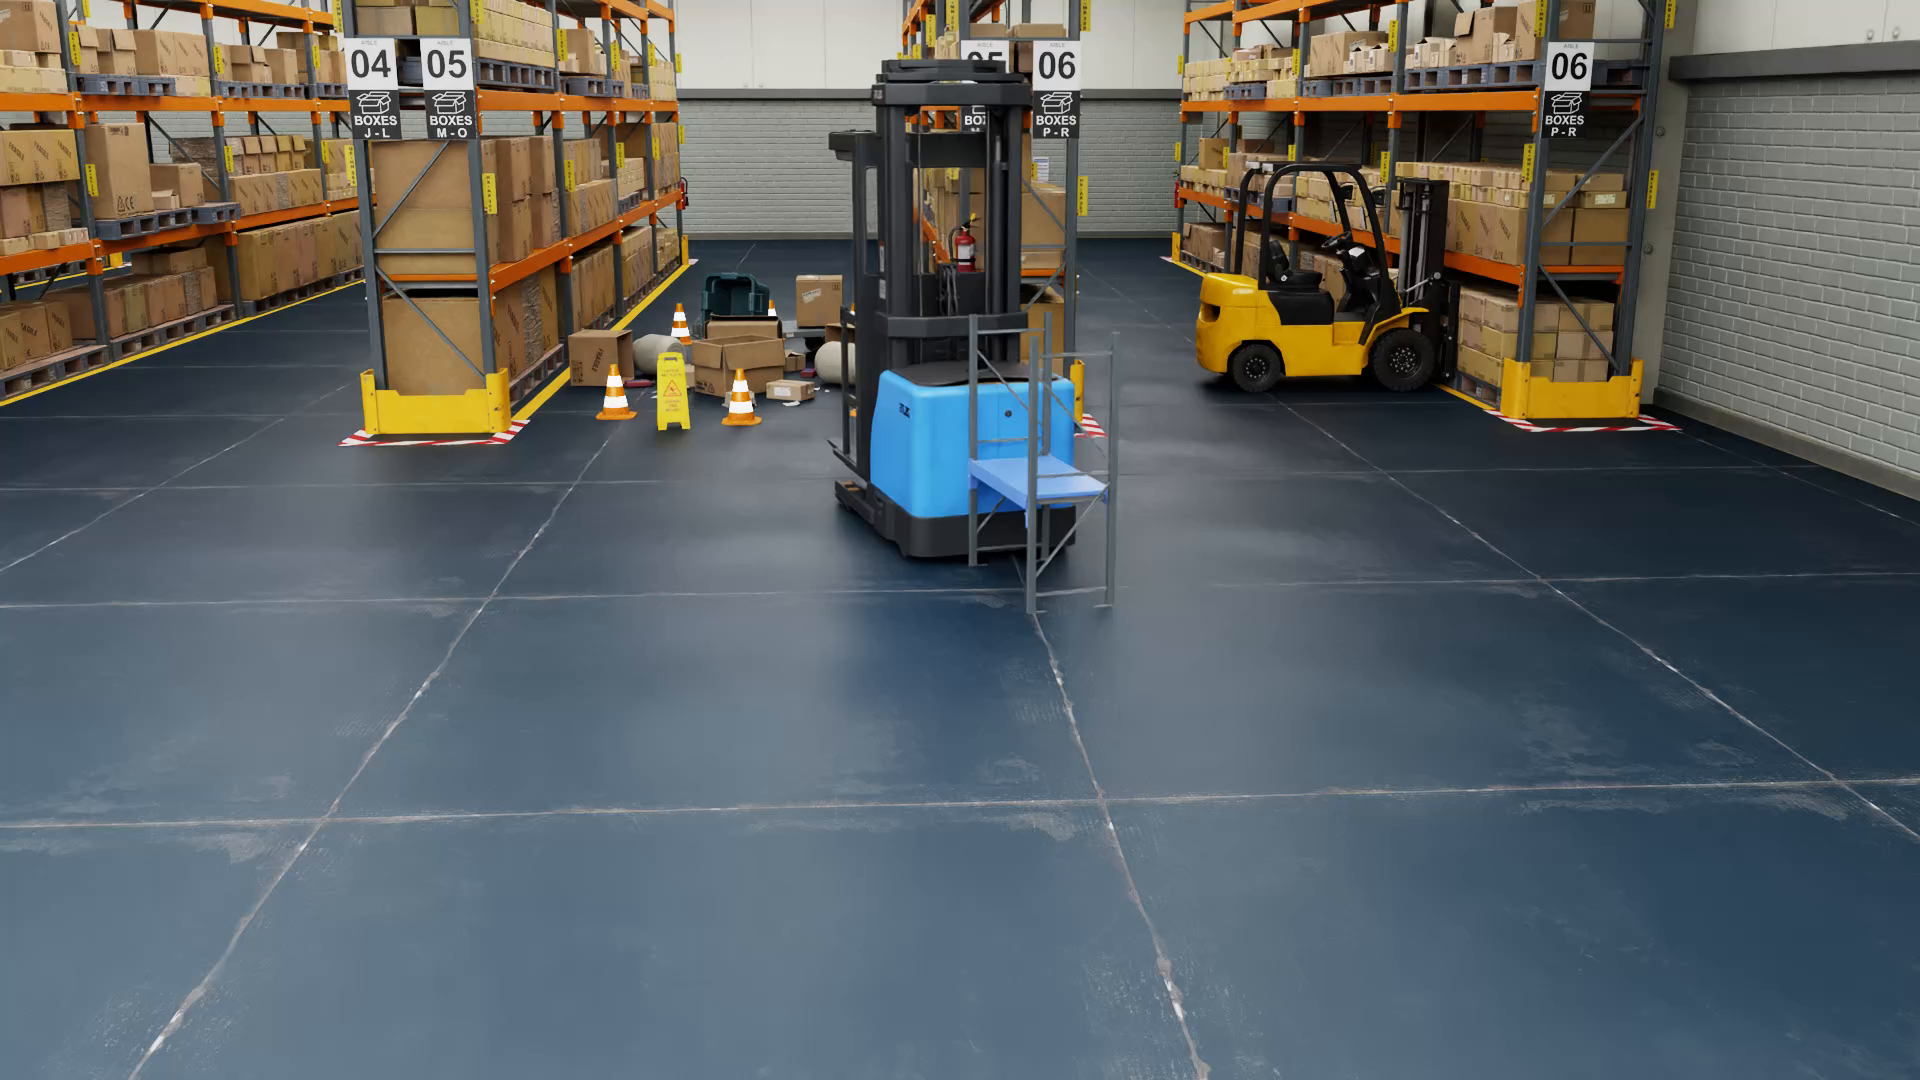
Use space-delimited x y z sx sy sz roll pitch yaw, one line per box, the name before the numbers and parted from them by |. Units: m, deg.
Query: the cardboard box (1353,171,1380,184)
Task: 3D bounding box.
cardboard box | 4.857 -4.272 19.610 0.380 0.149 0.250 -1 14 -5

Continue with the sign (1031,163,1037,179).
sign | 0.786 -3.925 18.025 0.100 0.325 0.005 -1 14 -3

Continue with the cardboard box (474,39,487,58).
cardboard box | -4.143 -4.072 13.776 0.380 0.149 0.250 -1 14 -3

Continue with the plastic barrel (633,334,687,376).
plastic barrel | -3.088 -1.888 17.015 0.512 0.421 0.421 10 18 35

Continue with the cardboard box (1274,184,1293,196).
cardboard box | 4.527 -4.807 22.852 0.380 0.149 0.250 -1 14 -2

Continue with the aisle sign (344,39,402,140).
aisle sign | -4.737 -3.636 13.422 0.394 0.787 0.004 -1 14 -3

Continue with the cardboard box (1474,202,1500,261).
cardboard box | 5.131 -2.874 15.478 0.500 0.500 0.500 0 14 -2

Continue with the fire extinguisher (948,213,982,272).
fire extinguisher | 0.040 -2.428 14.098 0.296 0.674 0.183 -1 14 -3

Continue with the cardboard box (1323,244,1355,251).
cardboard box | 5.229 -4.010 22.962 0.380 0.149 0.250 0 14 -1

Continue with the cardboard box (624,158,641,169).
cardboard box | -4.948 -5.590 24.700 0.380 0.149 0.250 -1 14 -5

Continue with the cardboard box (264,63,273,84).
cardboard box | -10.164 -6.671 23.751 0.500 0.311 0.500 -1 14 -5

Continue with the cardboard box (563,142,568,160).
cardboard box | -4.760 -4.178 18.538 0.700 0.500 0.500 -1 14 -4

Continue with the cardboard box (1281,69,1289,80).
cardboard box | 4.642 -6.417 22.929 0.380 0.149 0.250 -1 14 -3

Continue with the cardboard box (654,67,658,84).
cardboard box | -5.002 -7.253 25.976 0.500 0.250 0.500 -1 14 -4

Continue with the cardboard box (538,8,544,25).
cardboard box | -4.318 -5.152 16.371 0.380 0.149 0.250 -1 14 -4

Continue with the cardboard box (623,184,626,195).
cardboard box | -4.835 -4.852 23.027 0.380 0.149 0.250 0 14 -2

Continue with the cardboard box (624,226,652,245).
cardboard box | -4.887 -4.558 24.892 0.500 0.250 0.500 -1 14 -5

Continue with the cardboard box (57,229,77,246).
cardboard box | -9.334 -3.110 17.098 0.380 0.149 0.250 -1 14 -3

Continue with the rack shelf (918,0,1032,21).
rack shelf | 0.121 -6.356 19.418 1.077 0.370 4.000 -1 14 -3

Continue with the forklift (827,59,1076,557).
forklift | -0.225 -1.638 11.012 1.130 2.935 3.031 -5 15 -17

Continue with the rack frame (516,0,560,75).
rack frame | -4.690 -6.300 16.951 1.000 3.000 0.127 -1 14 -3

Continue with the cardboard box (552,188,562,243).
cardboard box | -4.655 -3.375 17.324 0.875 0.550 0.550 -1 14 -3

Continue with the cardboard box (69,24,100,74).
cardboard box | -9.577 -5.167 17.520 0.797 0.503 0.637 -2 15 -6

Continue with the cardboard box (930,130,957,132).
cardboard box | 0.069 -3.807 16.499 0.700 0.500 0.500 -1 14 -5

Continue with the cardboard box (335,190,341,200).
cardboard box | -9.845 -5.355 25.823 0.380 0.149 0.250 -1 14 -5

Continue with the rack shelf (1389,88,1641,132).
rack shelf | 5.322 -4.180 16.177 1.077 0.370 4.000 -1 14 -3

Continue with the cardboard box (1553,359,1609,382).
cardboard box | 5.611 -1.575 15.305 0.500 0.250 0.500 -1 14 -3

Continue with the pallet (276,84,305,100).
pallet | -10.036 -6.465 23.998 0.805 0.209 1.217 -1 15 -6

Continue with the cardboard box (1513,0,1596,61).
cardboard box | 5.176 -4.438 14.491 0.500 0.500 0.500 0 14 -2

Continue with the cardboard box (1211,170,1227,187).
cardboard box | 4.382 -5.882 27.070 0.500 0.250 0.500 -1 14 -3

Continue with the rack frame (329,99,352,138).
rack frame | -10.390 -6.327 29.098 1.000 3.000 0.127 -1 14 -3

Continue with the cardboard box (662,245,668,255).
cardboard box | -5.005 -4.767 27.316 0.380 0.149 0.250 -1 14 -4

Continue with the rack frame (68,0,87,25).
rack frame | -15.333 -9.156 28.053 1.000 3.000 0.127 -1 14 -3

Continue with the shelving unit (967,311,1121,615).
shelving unit | 0.448 -0.465 9.324 0.538 1.500 1.048 -5 15 -17

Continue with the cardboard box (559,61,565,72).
cardboard box | -4.506 -5.239 18.309 0.250 0.149 0.380 -1 14 -3

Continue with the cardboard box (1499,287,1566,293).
cardboard box | 5.551 -2.306 16.137 0.500 0.250 0.500 -1 14 -4

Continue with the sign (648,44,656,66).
sign | -4.632 -7.287 24.981 0.100 0.325 0.005 -1 14 -3

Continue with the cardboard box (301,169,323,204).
cardboard box | -9.841 -5.269 24.783 0.500 0.500 0.500 -1 14 -3

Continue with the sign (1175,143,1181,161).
sign | 3.913 -6.969 29.853 0.100 0.325 0.005 -1 14 -3

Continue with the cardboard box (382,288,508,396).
cardboard box | -4.550 -1.741 14.696 0.875 0.875 0.875 -1 14 -3

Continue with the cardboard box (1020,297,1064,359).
cardboard box | 0.716 -1.947 15.243 0.500 0.500 0.500 -1 14 -5

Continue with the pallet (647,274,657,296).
pallet | -5.136 -3.840 25.026 1.003 0.211 1.213 -1 14 -3

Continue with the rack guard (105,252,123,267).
rack guard | -15.348 -5.046 29.135 1.175 0.500 0.348 -1 14 -3

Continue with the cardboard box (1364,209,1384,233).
cardboard box | 4.906 -3.622 18.885 0.500 0.250 0.500 -1 14 -2

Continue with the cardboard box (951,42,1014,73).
cardboard box | 0.192 -4.148 14.313 0.500 0.250 0.500 -1 14 -4

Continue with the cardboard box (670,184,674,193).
cardboard box | -5.083 -5.993 28.302 0.380 0.149 0.250 0 14 -2

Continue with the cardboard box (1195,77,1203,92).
cardboard box | 4.281 -7.714 28.171 0.500 0.250 0.500 -1 14 -5

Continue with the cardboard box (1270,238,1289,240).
cardboard box | 4.660 -4.256 23.920 0.380 0.149 0.250 -1 14 -4

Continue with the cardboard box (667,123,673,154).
cardboard box | -5.084 -6.690 27.704 0.500 0.500 0.500 0 14 -1
